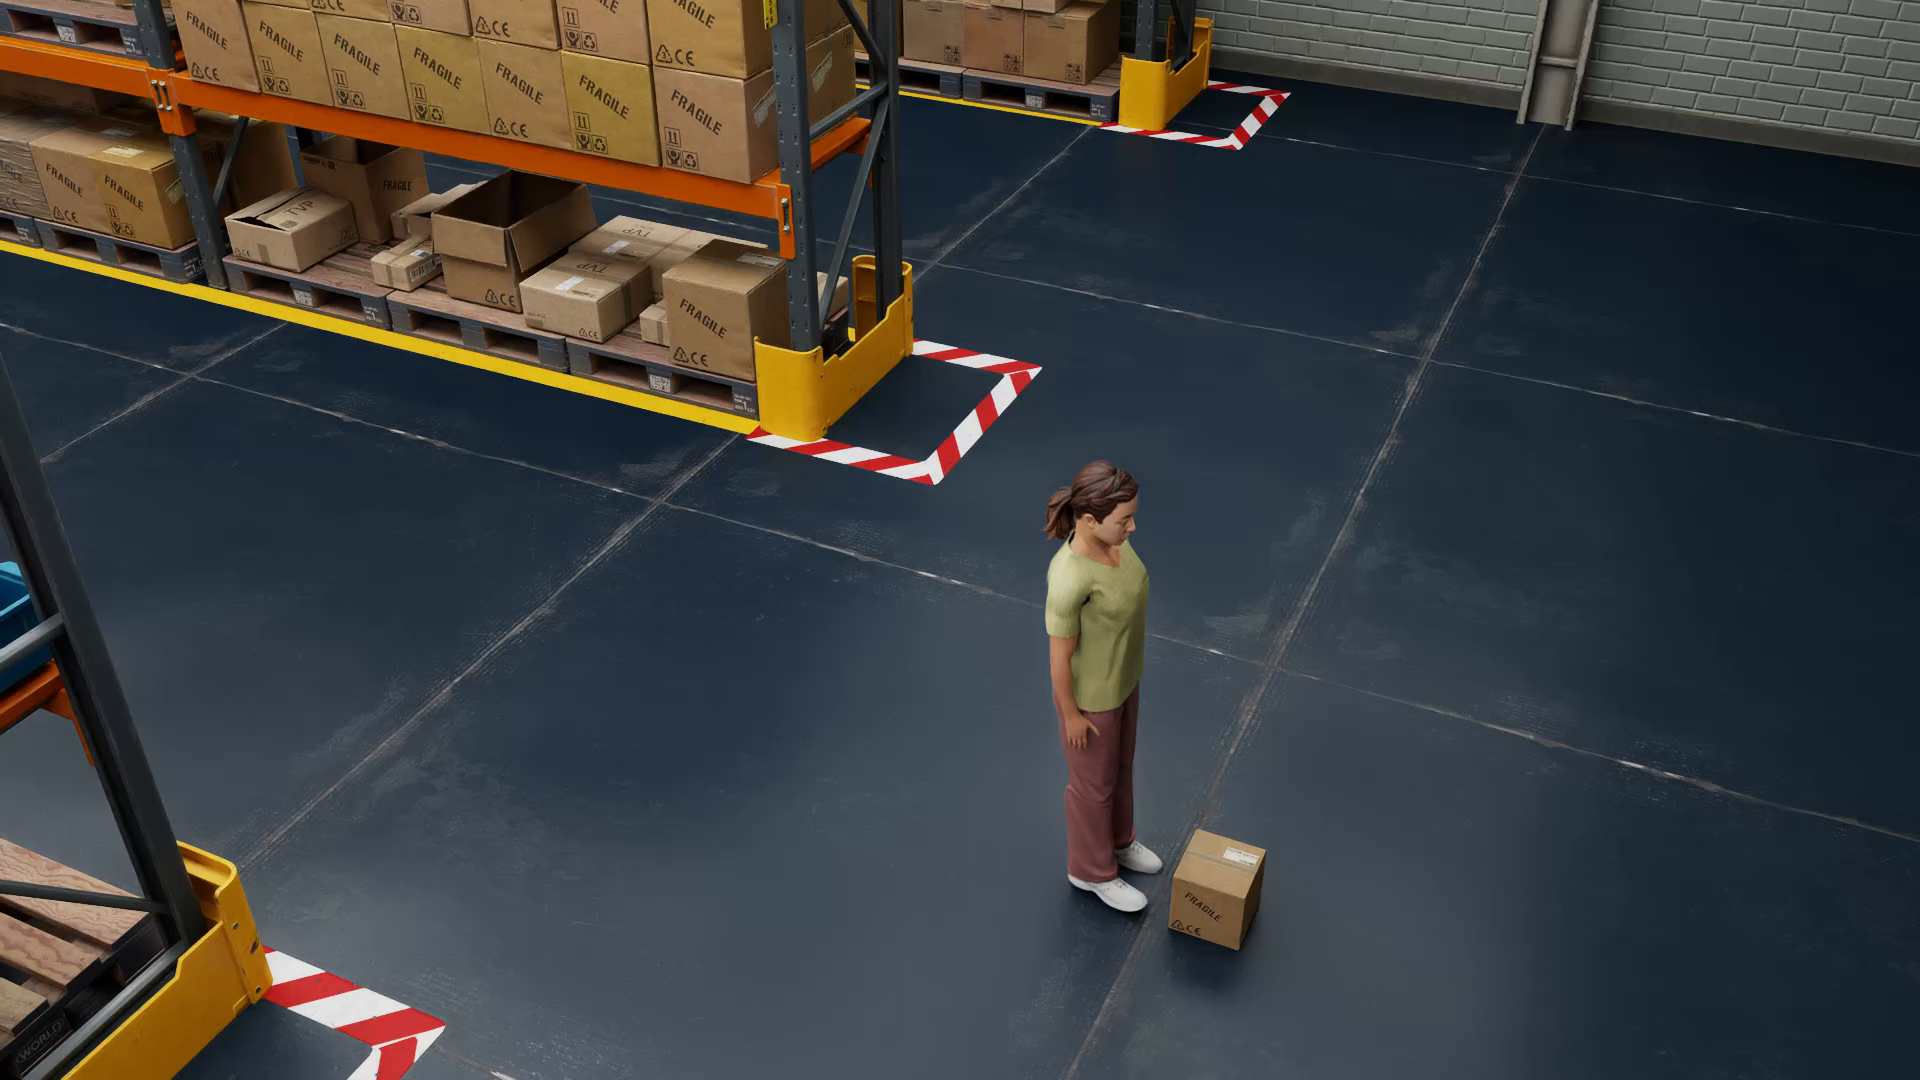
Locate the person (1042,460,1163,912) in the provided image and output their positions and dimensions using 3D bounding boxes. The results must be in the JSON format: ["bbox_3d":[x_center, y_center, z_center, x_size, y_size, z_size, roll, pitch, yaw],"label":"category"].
[{"bbox_3d":[0.470,0.490,5.402,0.460,1.704,0.455,15,37,21],"label":"person"}]
